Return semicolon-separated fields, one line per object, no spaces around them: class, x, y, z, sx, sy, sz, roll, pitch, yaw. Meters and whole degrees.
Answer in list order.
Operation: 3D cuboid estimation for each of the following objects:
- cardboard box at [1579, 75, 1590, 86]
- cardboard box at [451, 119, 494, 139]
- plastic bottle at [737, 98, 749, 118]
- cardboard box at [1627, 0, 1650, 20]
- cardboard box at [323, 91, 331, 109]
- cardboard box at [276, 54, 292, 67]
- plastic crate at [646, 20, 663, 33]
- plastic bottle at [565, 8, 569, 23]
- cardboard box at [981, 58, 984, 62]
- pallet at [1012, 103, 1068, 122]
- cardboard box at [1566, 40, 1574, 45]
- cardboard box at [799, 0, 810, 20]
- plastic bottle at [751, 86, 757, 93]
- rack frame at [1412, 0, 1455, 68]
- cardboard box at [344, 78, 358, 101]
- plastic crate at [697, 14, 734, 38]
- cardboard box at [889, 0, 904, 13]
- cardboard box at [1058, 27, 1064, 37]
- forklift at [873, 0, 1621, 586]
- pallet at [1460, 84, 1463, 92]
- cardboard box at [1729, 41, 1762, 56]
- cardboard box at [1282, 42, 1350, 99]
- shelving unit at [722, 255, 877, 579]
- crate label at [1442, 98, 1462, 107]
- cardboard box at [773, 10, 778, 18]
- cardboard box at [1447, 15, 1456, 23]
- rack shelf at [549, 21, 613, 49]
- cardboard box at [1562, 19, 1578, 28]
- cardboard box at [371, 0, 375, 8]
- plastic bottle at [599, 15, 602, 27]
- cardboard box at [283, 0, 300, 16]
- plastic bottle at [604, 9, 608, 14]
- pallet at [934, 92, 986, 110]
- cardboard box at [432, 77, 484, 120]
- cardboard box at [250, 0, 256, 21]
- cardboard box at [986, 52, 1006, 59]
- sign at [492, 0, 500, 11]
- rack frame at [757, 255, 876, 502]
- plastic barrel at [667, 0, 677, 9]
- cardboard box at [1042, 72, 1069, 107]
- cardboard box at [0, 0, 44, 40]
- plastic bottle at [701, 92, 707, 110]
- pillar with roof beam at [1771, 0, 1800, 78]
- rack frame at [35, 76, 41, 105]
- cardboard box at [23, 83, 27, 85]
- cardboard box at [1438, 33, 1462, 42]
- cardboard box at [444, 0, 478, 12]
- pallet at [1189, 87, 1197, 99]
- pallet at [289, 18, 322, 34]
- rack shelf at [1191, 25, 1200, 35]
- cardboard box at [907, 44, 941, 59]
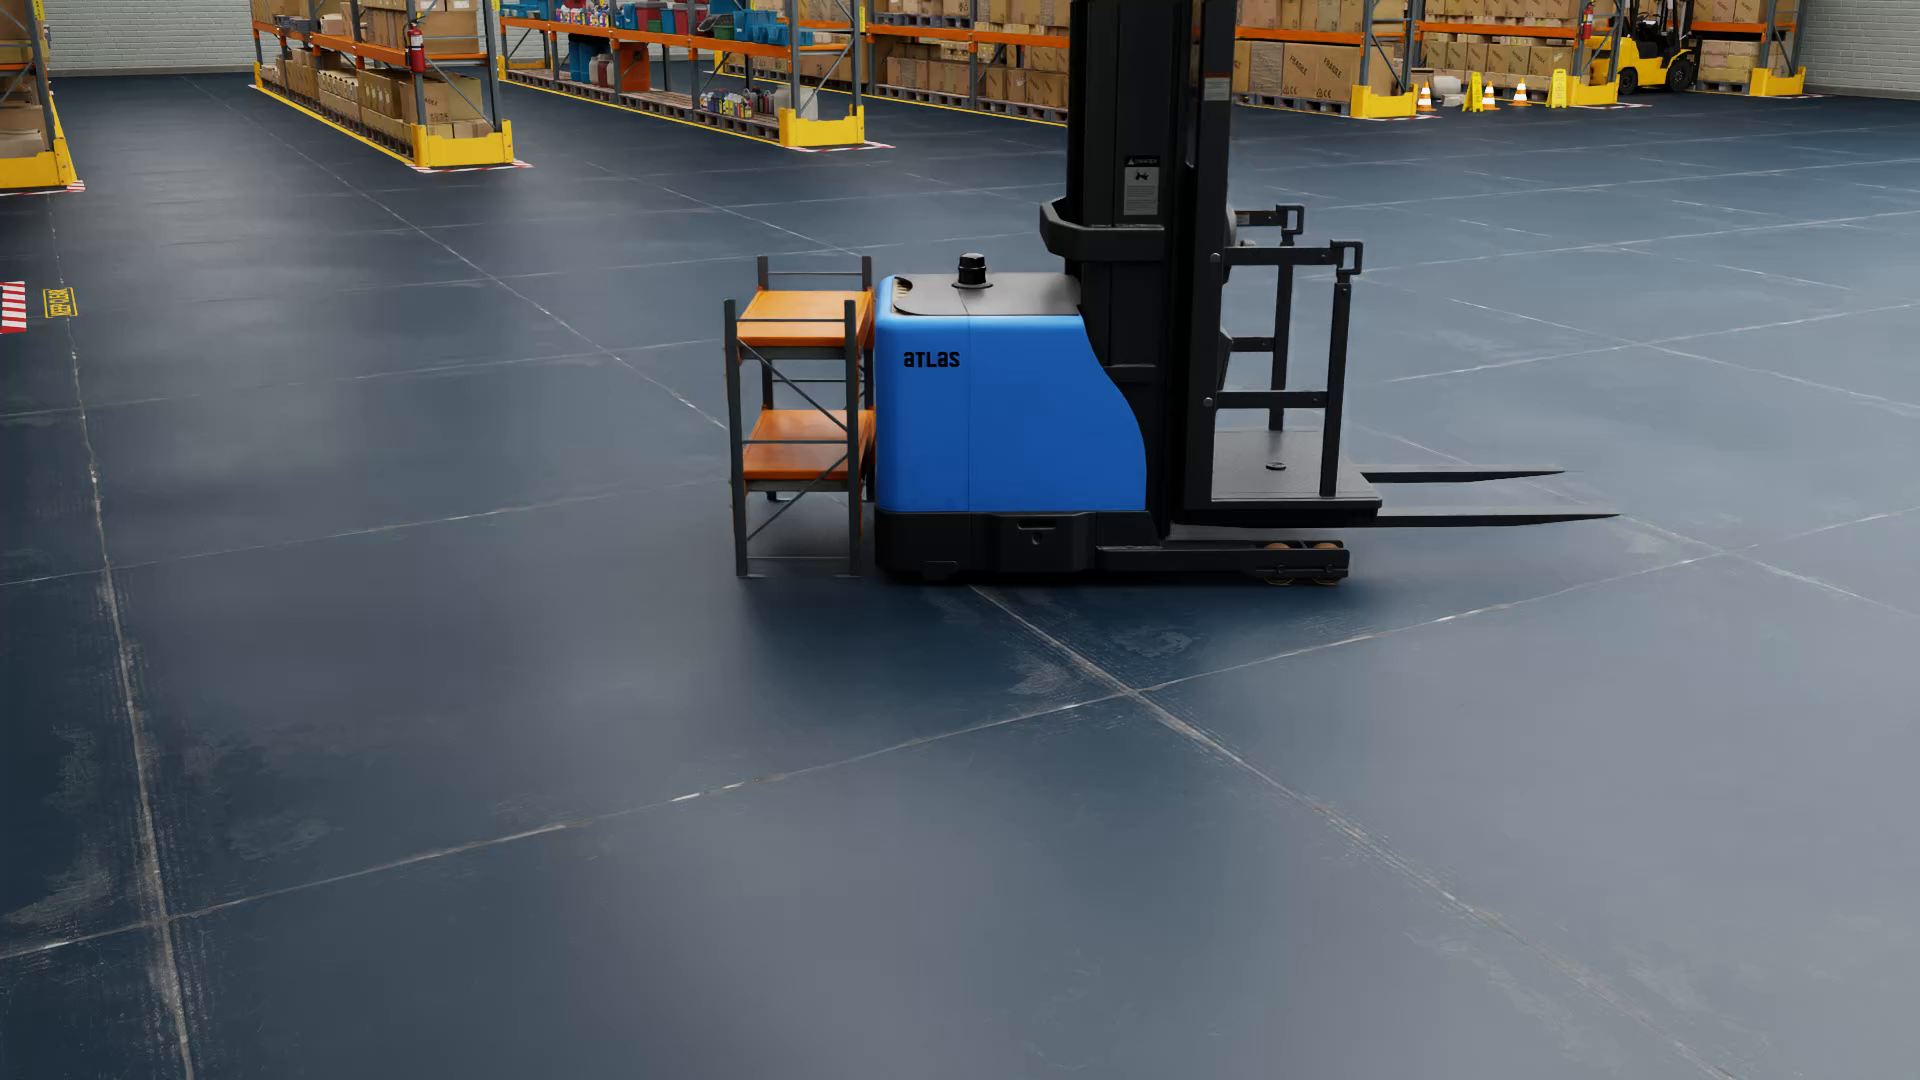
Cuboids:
cardboard box;11.111;-8.365;30.347;0.500;0.250;0.500;-10;21;-27
cardboard box;-6.250;-5.211;21.206;0.500;0.250;0.500;-10;21;-27
plastic bottle;-3.183;-6.346;24.426;0.152;0.276;0.135;-10;21;-26
cardboard box;13.960;-10.843;33.802;0.500;0.500;0.500;-10;21;-26
cardboard box;-9.760;-6.979;26.330;0.500;0.250;0.500;-11;22;-28
cardboard box;-12.786;-9.135;32.159;0.797;0.503;0.637;-10;21;-27
plastic crate;-4.805;-8.394;27.184;0.450;0.188;0.662;-10;21;-27
plastic bottle;-7.439;-9.939;31.535;0.097;0.271;0.097;0;19;0
cardboard box;0.708;-10.839;37.672;0.380;0.149;0.250;-9;21;-25
pallet;1.563;-6.949;26.947;1.003;0.211;1.213;-10;21;-27
cardboard box;13.460;-10.334;35.479;0.875;0.625;0.625;-9;21;-24
cardboard box;-2.931;-10.834;33.777;0.500;0.500;0.500;-10;21;-27
plastic bottle;-3.170;-6.854;25.782;0.144;0.351;0.185;-11;22;-28
rack frame;9.351;-10.340;32.499;1.000;3.000;0.127;-10;21;-27
cardboard box;-8.788;-6.656;24.534;0.500;0.311;0.500;-9;21;-25
plastic crate;-3.593;-7.839;25.345;0.767;0.338;0.504;-10;21;-27
cardboard box;-0.978;-10.051;30.863;0.500;0.500;0.500;-13;23;-33
cardboard box;1.742;-7.876;25.743;0.380;0.149;0.250;-10;21;-27
forklift;1.164;-1.377;6.629;3.031;2.935;1.130;0;19;-1
pallet;9.701;-8.835;32.411;1.003;0.211;1.213;-10;21;-27
cardboard box;15.124;-9.417;31.863;0.500;0.250;0.500;-9;21;-25
cardboard box;6.142;-8.027;28.409;0.875;0.875;0.875;-10;22;-28
shelving unit;-0.643;-0.548;6.995;0.538;1.125;1.048;0;19;1
crate label;8.668;-7.709;29.262;0.298;0.136;0.250;11;22;30
cardboard box;-3.725;-11.094;35.068;0.380;0.149;0.250;-10;21;-26
cardboard box;9.537;-9.946;31.740;0.380;0.149;0.250;-10;21;-27
rack shelf;-6.578;-9.421;30.937;1.077;0.370;4.000;-10;21;-27
cardboard box;10.885;-9.148;29.428;0.380;0.149;0.250;-9;21;-25
cardboard box;-7.764;-7.298;22.535;0.380;0.149;0.250;-10;22;-27
plastic bottle;-6.391;-9.273;29.710;0.097;0.201;0.097;0;19;0
cardboard box;-11.479;-9.456;29.140;0.700;0.500;0.500;-6;20;-18
plastic bottle;-6.681;-9.898;31.414;0.097;0.271;0.097;0;19;0
pallet;0.259;-7.710;29.153;1.003;0.211;1.213;-10;21;-27
cardboard box;-6.489;-5.709;21.498;0.500;0.500;0.500;-10;21;-27
cardboard box;-13.810;-10.596;33.087;0.500;0.500;0.500;-9;21;-26
cardboard box;0.814;-10.874;37.316;0.380;0.149;0.250;-10;21;-26
sign;-5.700;-6.655;20.370;0.100;0.325;0.005;-10;21;-27
rack frame;-0.637;-0.714;7.476;0.500;1.125;0.032;0;19;1
plastic barrel;-4.752;-8.856;28.027;0.421;0.512;0.421;0;19;0
cardboard box;1.653;-7.205;26.601;0.500;0.500;0.500;-8;21;-22
cardboard box;-10.511;-5.832;18.484;0.500;0.500;0.500;-10;21;-27
plastic bottle;-3.964;-6.797;25.739;0.097;0.271;0.097;0;19;0
pillar with roof beam;12.291;-12.471;29.476;9.100;9.000;0.400;-10;21;-27
rack frame;-14.348;-7.652;24.708;1.000;3.000;0.127;-10;21;-27
cardboard box;-13.818;-6.314;23.988;0.700;0.500;0.500;-10;21;-27
cardboard box;9.400;-9.644;31.908;0.380;0.149;0.250;-10;21;-26
cardboard box;-6.188;-6.624;20.581;0.380;0.149;0.250;-10;21;-27
pallet;4.610;-8.436;31.256;1.003;0.211;1.213;-10;21;-27
pallet;-10.373;-8.513;27.499;1.213;0.211;1.003;-10;21;-27
rack shelf;4.093;-9.779;31.975;1.077;0.370;4.000;-10;21;-27
cardboard box;-0.664;-8.996;30.612;0.500;0.250;0.500;-7;20;-21
